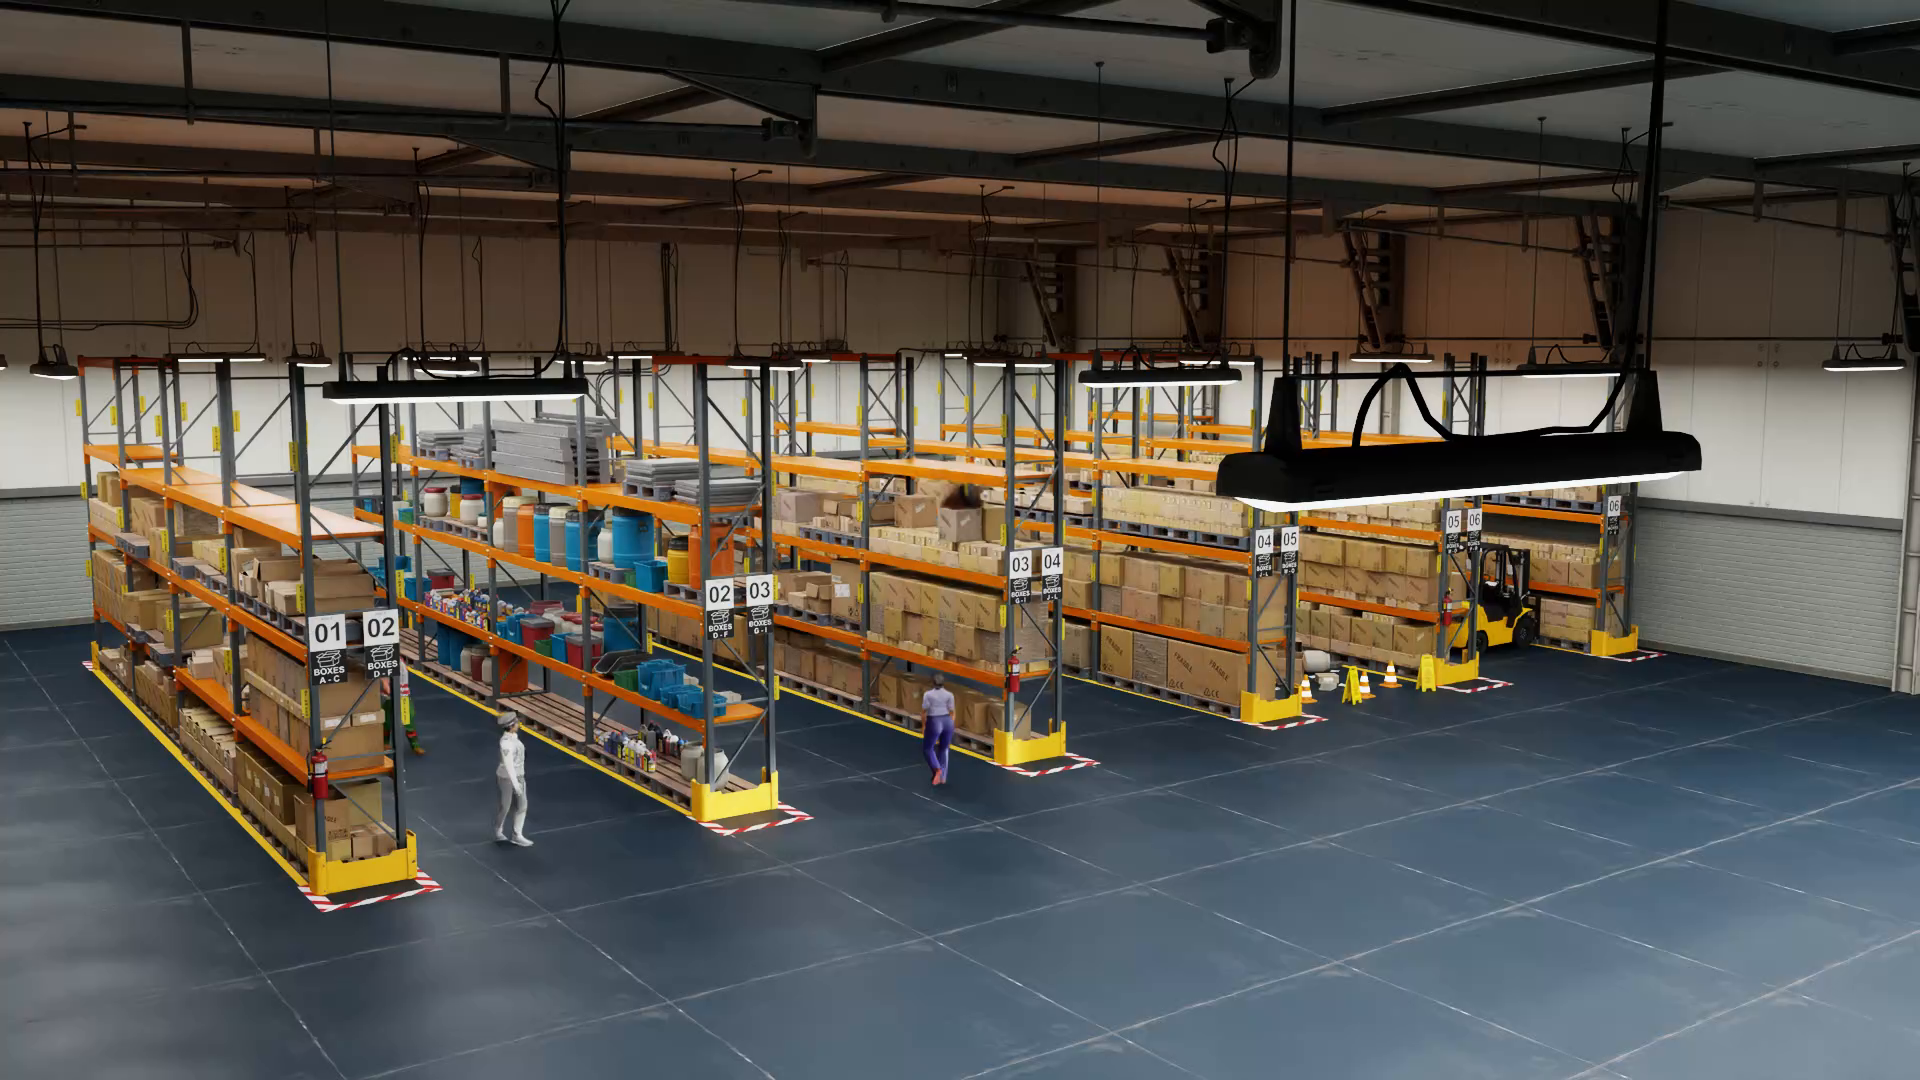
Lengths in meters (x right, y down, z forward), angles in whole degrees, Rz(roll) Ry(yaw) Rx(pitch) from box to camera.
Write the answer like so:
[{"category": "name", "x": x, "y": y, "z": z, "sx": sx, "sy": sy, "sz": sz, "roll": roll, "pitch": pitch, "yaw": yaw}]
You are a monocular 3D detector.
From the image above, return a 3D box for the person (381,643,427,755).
[{"category": "person", "x": -8.510, "y": 2.384, "z": 25.217, "sx": 0.509, "sy": 1.727, "sz": 1.019, "roll": -7, "pitch": 10, "yaw": -44}]

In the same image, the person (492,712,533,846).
[{"category": "person", "x": -5.651, "y": 2.992, "z": 20.866, "sx": 0.602, "sy": 1.697, "sz": 0.522, "roll": 2, "pitch": 7, "yaw": 18}]

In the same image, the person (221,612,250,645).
[{"category": "person", "x": -13.274, "y": 1.782, "z": 30.498, "sx": 0.630, "sy": 1.644, "sz": 1.028, "roll": -5, "pitch": 8, "yaw": -34}]

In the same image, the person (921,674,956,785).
[{"category": "person", "x": -0.290, "y": 2.683, "z": 23.520, "sx": 0.490, "sy": 1.596, "sz": 0.578, "roll": -2, "pitch": 7, "yaw": -16}]
